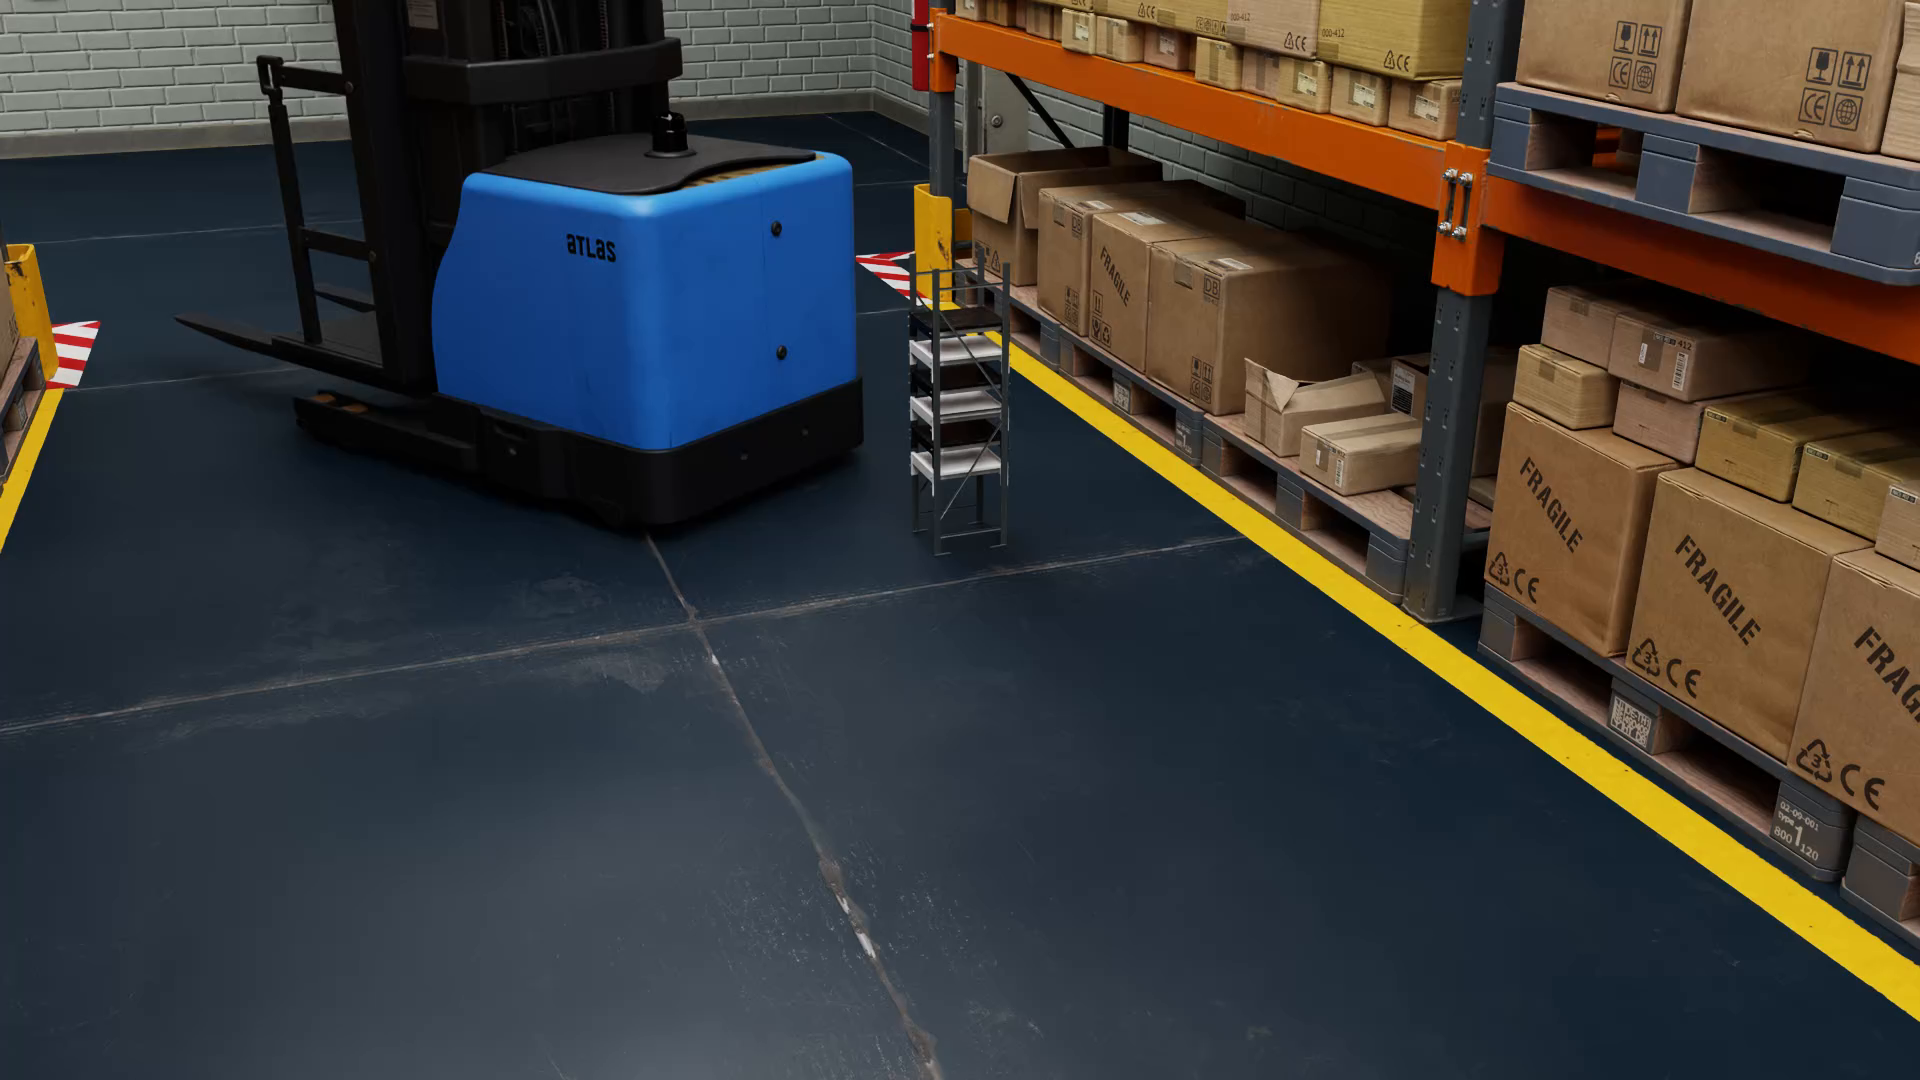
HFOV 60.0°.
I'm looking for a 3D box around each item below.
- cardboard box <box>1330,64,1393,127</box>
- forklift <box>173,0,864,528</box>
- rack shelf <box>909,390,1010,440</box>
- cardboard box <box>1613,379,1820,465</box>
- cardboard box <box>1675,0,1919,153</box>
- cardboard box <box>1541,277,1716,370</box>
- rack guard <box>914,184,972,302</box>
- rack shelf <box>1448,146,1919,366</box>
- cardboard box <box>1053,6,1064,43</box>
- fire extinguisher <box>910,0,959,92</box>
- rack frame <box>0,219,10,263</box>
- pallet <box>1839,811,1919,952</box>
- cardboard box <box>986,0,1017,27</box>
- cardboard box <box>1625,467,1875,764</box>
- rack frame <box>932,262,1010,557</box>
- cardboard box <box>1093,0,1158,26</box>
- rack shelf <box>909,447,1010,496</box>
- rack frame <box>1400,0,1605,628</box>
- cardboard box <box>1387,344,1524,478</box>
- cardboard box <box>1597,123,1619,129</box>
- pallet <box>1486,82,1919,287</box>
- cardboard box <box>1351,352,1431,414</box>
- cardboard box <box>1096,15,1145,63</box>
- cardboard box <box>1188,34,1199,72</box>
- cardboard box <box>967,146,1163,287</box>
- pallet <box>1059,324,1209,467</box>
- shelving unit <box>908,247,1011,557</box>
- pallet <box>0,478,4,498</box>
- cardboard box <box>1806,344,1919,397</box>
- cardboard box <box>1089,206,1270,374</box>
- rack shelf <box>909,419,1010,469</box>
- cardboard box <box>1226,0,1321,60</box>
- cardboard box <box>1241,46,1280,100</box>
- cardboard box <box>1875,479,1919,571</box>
[{"bbox_3d":[1.293,-1.285,4.759,0.380,0.149,0.250,-8,24,-18],"label":"cardboard box"},{"bbox_3d":[-1.832,-1.827,5.811,3.031,2.935,1.130,16,28,33],"label":"forklift"},{"bbox_3d":[-0.003,-0.387,5.095,0.258,0.077,0.200,-8,24,-19],"label":"rack shelf"},{"bbox_3d":[1.802,-0.311,3.969,0.380,0.149,0.250,-9,24,-20],"label":"cardboard box"},{"bbox_3d":[1.899,-1.073,3.263,0.700,0.500,0.500,-8,24,-18],"label":"cardboard box"},{"bbox_3d":[1.689,-0.547,4.144,0.380,0.149,0.250,-9,24,-20],"label":"cardboard box"},{"bbox_3d":[0.368,-1.501,8.169,1.175,0.500,0.348,-8,24,-19],"label":"rack guard"},{"bbox_3d":[2.461,-0.169,2.716,1.077,0.370,4.000,-8,24,-19],"label":"rack shelf"},{"bbox_3d":[0.590,-2.035,6.540,0.380,0.149,0.250,-8,24,-18],"label":"cardboard box"},{"bbox_3d":[-0.143,-2.464,7.813,0.296,0.674,0.183,-8,24,-19],"label":"fire extinguisher"},{"bbox_3d":[-4.301,-1.999,6.130,1.000,3.000,0.127,-8,24,-19],"label":"rack frame"},{"bbox_3d":[2.512,0.792,3.100,1.003,0.211,1.213,-8,24,-19],"label":"pallet"},{"bbox_3d":[0.334,-2.322,7.221,0.380,0.149,0.250,-8,24,-18],"label":"cardboard box"},{"bbox_3d":[1.912,0.130,3.758,0.500,0.500,0.500,-9,24,-20],"label":"cardboard box"},{"bbox_3d":[0.033,-0.381,4.995,0.240,0.900,0.006,-8,24,-19],"label":"rack frame"},{"bbox_3d":[0.810,-1.997,5.937,0.500,0.250,0.500,-9,24,-20],"label":"cardboard box"},{"bbox_3d":[-0.003,-0.221,5.165,0.258,0.077,0.200,-8,24,-19],"label":"rack shelf"},{"bbox_3d":[1.754,-1.228,4.300,1.000,3.000,0.127,-8,24,-19],"label":"rack frame"},{"bbox_3d":[1.742,-0.455,5.388,0.500,0.311,0.500,-7,24,-17],"label":"cardboard box"},{"bbox_3d":[1.891,-1.271,4.728,0.380,0.149,0.250,-8,24,-19],"label":"cardboard box"},{"bbox_3d":[1.934,-0.834,3.613,1.003,0.211,1.213,-8,24,-19],"label":"pallet"},{"bbox_3d":[1.589,-0.537,5.793,0.380,0.149,0.250,-9,24,-20],"label":"cardboard box"},{"bbox_3d":[0.721,-1.840,6.078,0.380,0.149,0.250,-8,24,-18],"label":"cardboard box"},{"bbox_3d":[1.008,-1.673,5.680,0.380,0.149,0.250,-8,24,-18],"label":"cardboard box"},{"bbox_3d":[0.469,-1.489,7.594,0.797,0.503,0.637,-9,25,-21],"label":"cardboard box"},{"bbox_3d":[1.078,-0.636,6.488,1.003,0.211,1.213,-8,24,-19],"label":"pallet"},{"bbox_3d":[-0.003,-0.418,5.082,0.258,0.900,0.210,-8,24,-19],"label":"shelving unit"},{"bbox_3d":[-3.518,0.009,4.957,1.003,0.211,1.213,-8,24,-19],"label":"pallet"},{"bbox_3d":[2.252,-0.379,4.130,0.380,0.149,0.250,-8,24,-19],"label":"cardboard box"},{"bbox_3d":[0.827,-0.966,6.357,0.500,0.500,0.500,-8,24,-18],"label":"cardboard box"},{"bbox_3d":[-0.003,-0.304,5.130,0.258,0.077,0.200,-8,24,-19],"label":"rack shelf"},{"bbox_3d":[1.155,-1.627,5.058,0.500,0.250,0.500,-8,24,-19],"label":"cardboard box"},{"bbox_3d":[1.111,-1.475,5.210,0.380,0.149,0.250,-8,24,-18],"label":"cardboard box"},{"bbox_3d":[2.067,-0.026,3.292,0.380,0.149,0.250,-8,24,-19],"label":"cardboard box"}]
